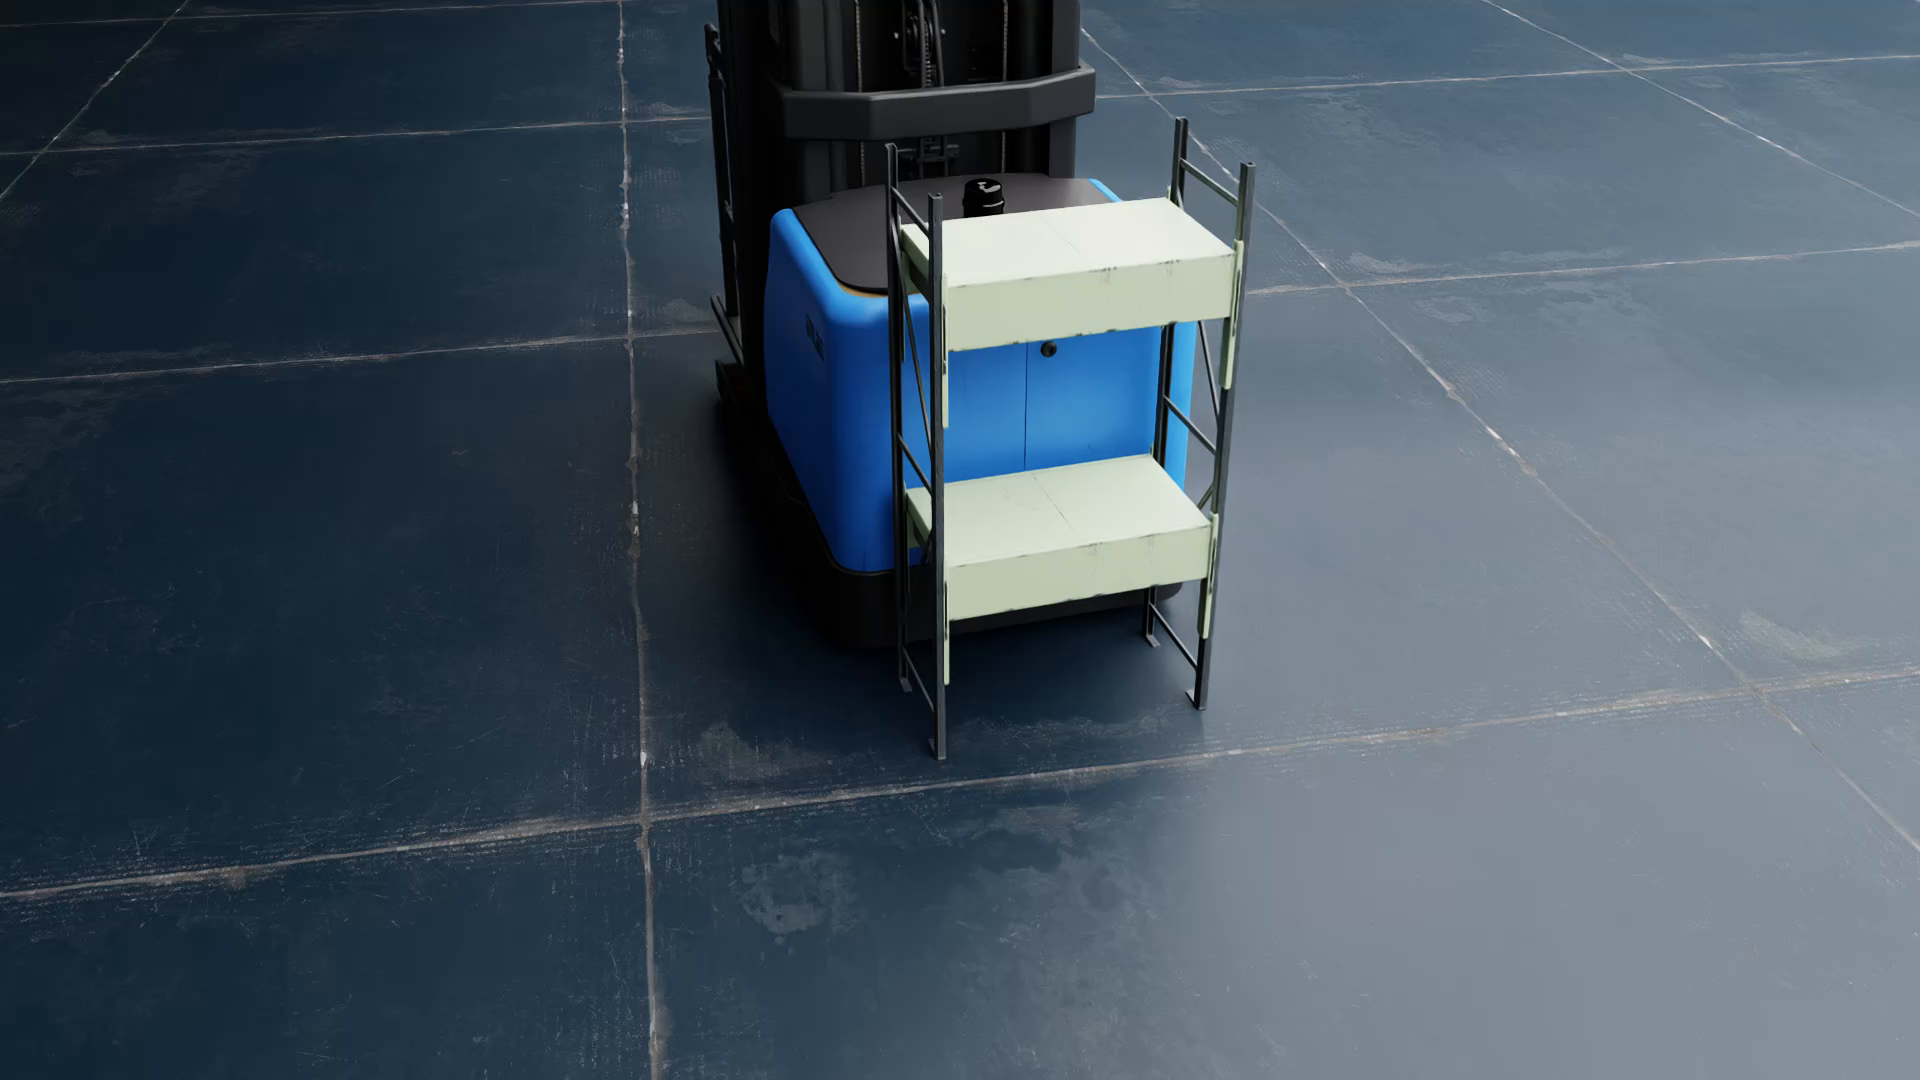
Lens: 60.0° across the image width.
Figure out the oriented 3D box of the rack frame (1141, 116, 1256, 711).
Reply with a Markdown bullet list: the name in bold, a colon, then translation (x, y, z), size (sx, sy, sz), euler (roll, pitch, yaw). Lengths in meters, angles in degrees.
- **rack frame**: translation (0.593, -0.285, 4.255), size (0.023, 1.500, 0.400), euler (-9, 32, -15)

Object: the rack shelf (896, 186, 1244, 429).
- **rack shelf**: translation (0.243, -0.566, 3.963), size (0.720, 0.370, 0.431), euler (-9, 32, -15)

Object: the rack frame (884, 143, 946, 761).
- **rack frame**: translation (-0.106, -0.175, 4.068), size (0.023, 1.500, 0.400), euler (-9, 32, -15)

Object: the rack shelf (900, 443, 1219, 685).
- **rack shelf**: translation (0.243, 0.051, 4.327), size (0.720, 0.370, 0.431), euler (-9, 32, -15)

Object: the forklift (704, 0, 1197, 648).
- **forklift**: translation (-0.257, -1.699, 5.248), size (1.130, 2.935, 3.031), euler (-9, 32, -14)

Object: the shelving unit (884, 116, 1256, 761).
- **shelving unit**: translation (0.243, -0.230, 4.161), size (0.755, 1.500, 0.431), euler (-9, 32, -15)
